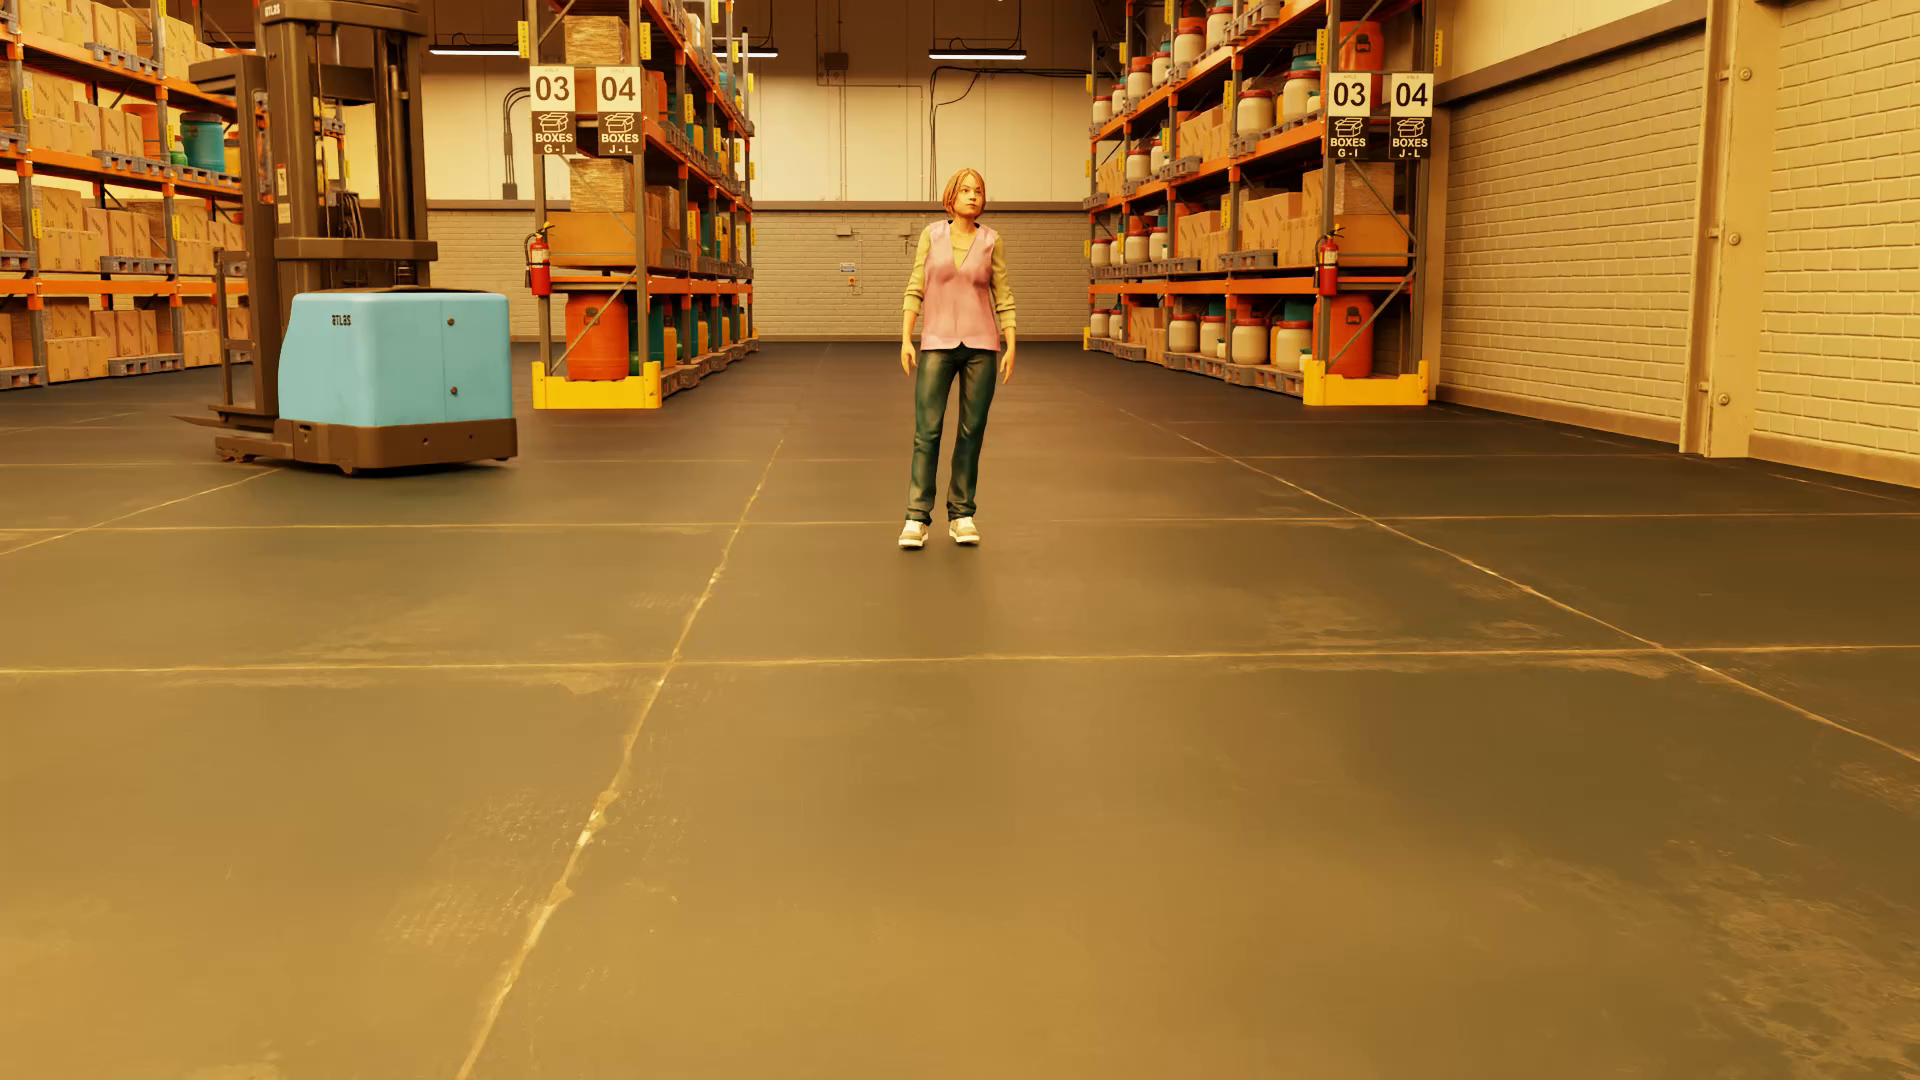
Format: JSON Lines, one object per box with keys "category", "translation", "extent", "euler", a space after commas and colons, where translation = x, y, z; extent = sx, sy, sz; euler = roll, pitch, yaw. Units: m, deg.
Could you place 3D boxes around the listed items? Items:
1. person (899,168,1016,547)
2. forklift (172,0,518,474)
{"category": "person", "translation": [-0.010, -0.786, 7.118], "extent": [0.520, 1.597, 0.476], "euler": [-1, 8, -4]}
{"category": "forklift", "translation": [-4.180, -1.989, 10.729], "extent": [3.031, 2.935, 1.130], "euler": [7, 11, 41]}
